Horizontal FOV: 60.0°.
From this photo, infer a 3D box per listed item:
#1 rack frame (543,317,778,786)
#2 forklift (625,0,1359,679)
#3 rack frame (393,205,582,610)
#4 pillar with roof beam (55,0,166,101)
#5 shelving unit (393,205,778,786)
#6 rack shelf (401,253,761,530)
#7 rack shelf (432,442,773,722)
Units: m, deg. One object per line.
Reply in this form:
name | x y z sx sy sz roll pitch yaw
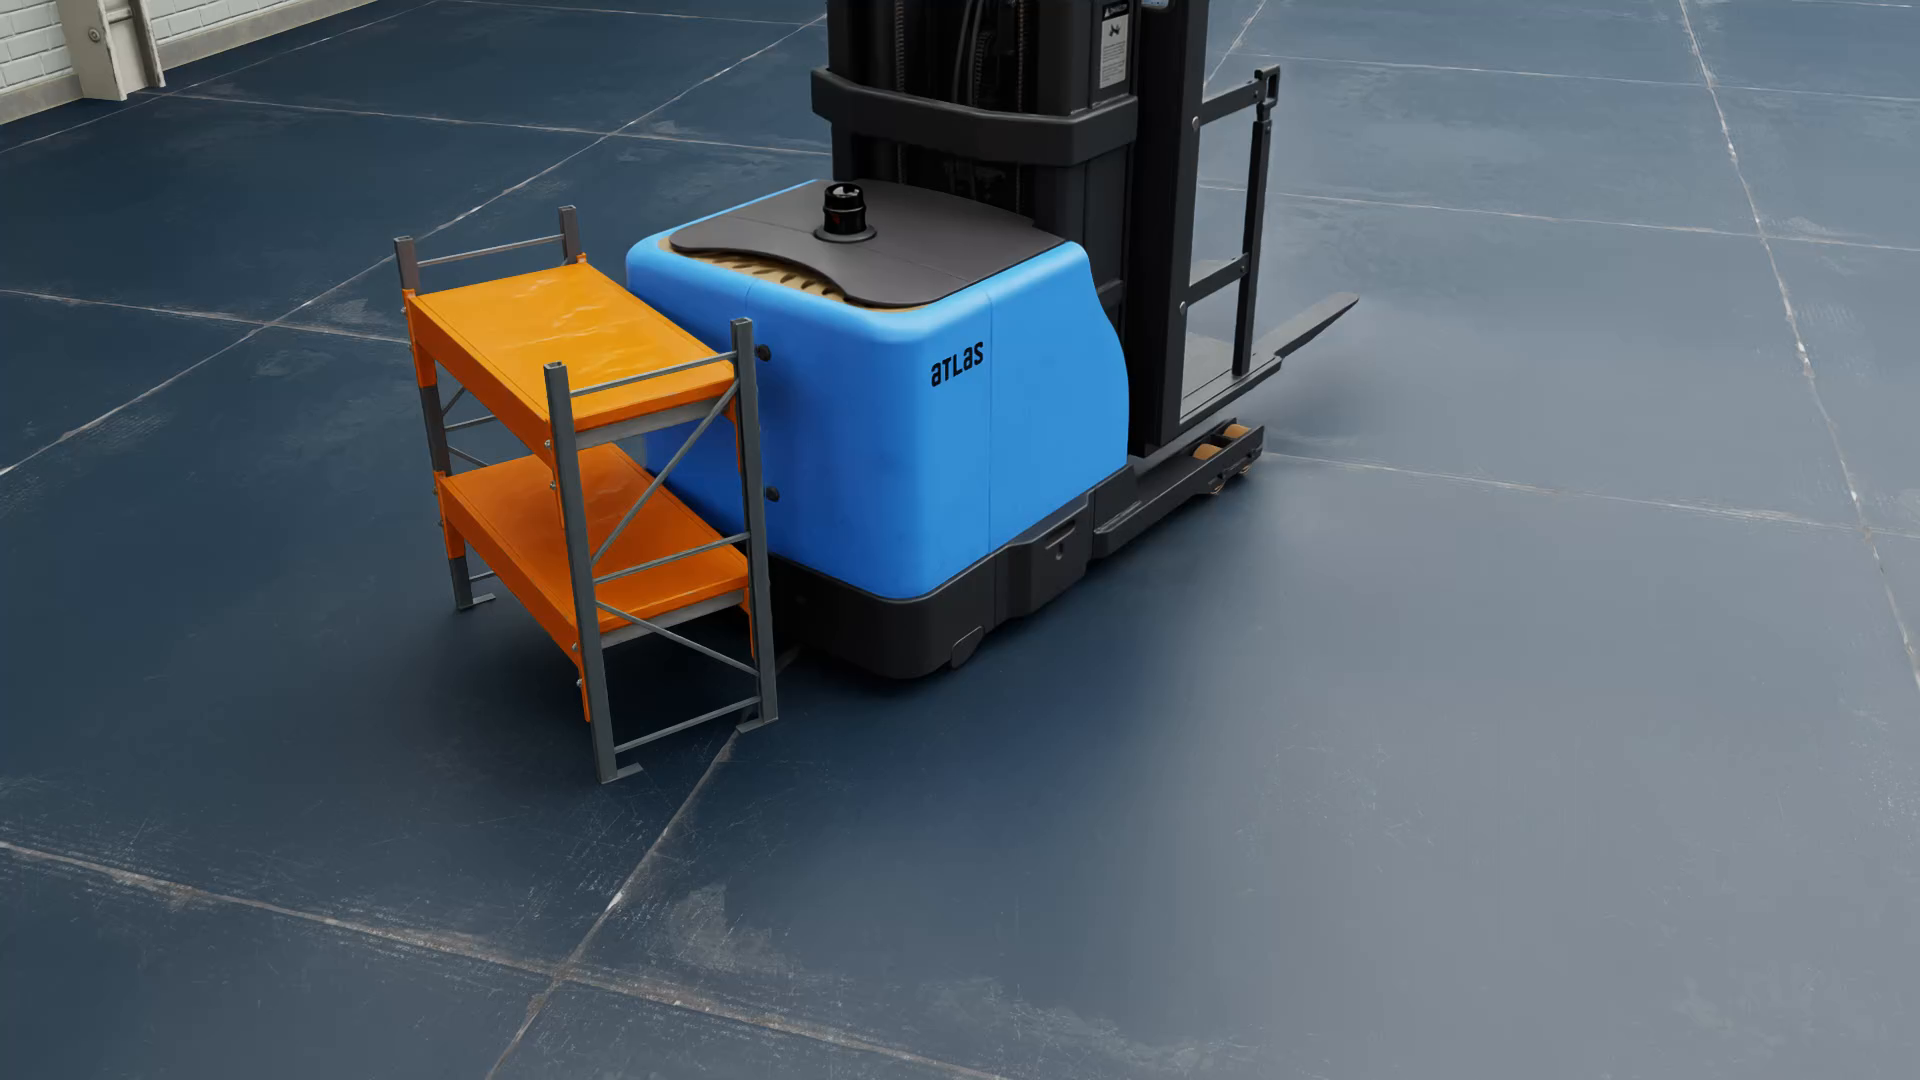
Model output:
rack frame | -0.695 0.047 4.009 0.500 1.125 0.032 -18 34 -30
forklift | 0.376 -1.563 5.045 1.130 2.935 3.031 21 35 32
rack frame | -1.270 -0.361 4.741 0.500 1.125 0.032 -18 34 -30
pillar with roof beam | -1.017 -6.072 6.909 9.100 9.000 0.400 8 30 15
shelving unit | -0.983 -0.157 4.375 0.538 1.125 1.048 -18 34 -30
rack shelf | -0.983 -0.413 4.233 0.538 0.278 1.000 -18 34 -30
rack shelf | -0.983 0.057 4.494 0.538 0.278 1.000 -18 34 -30
